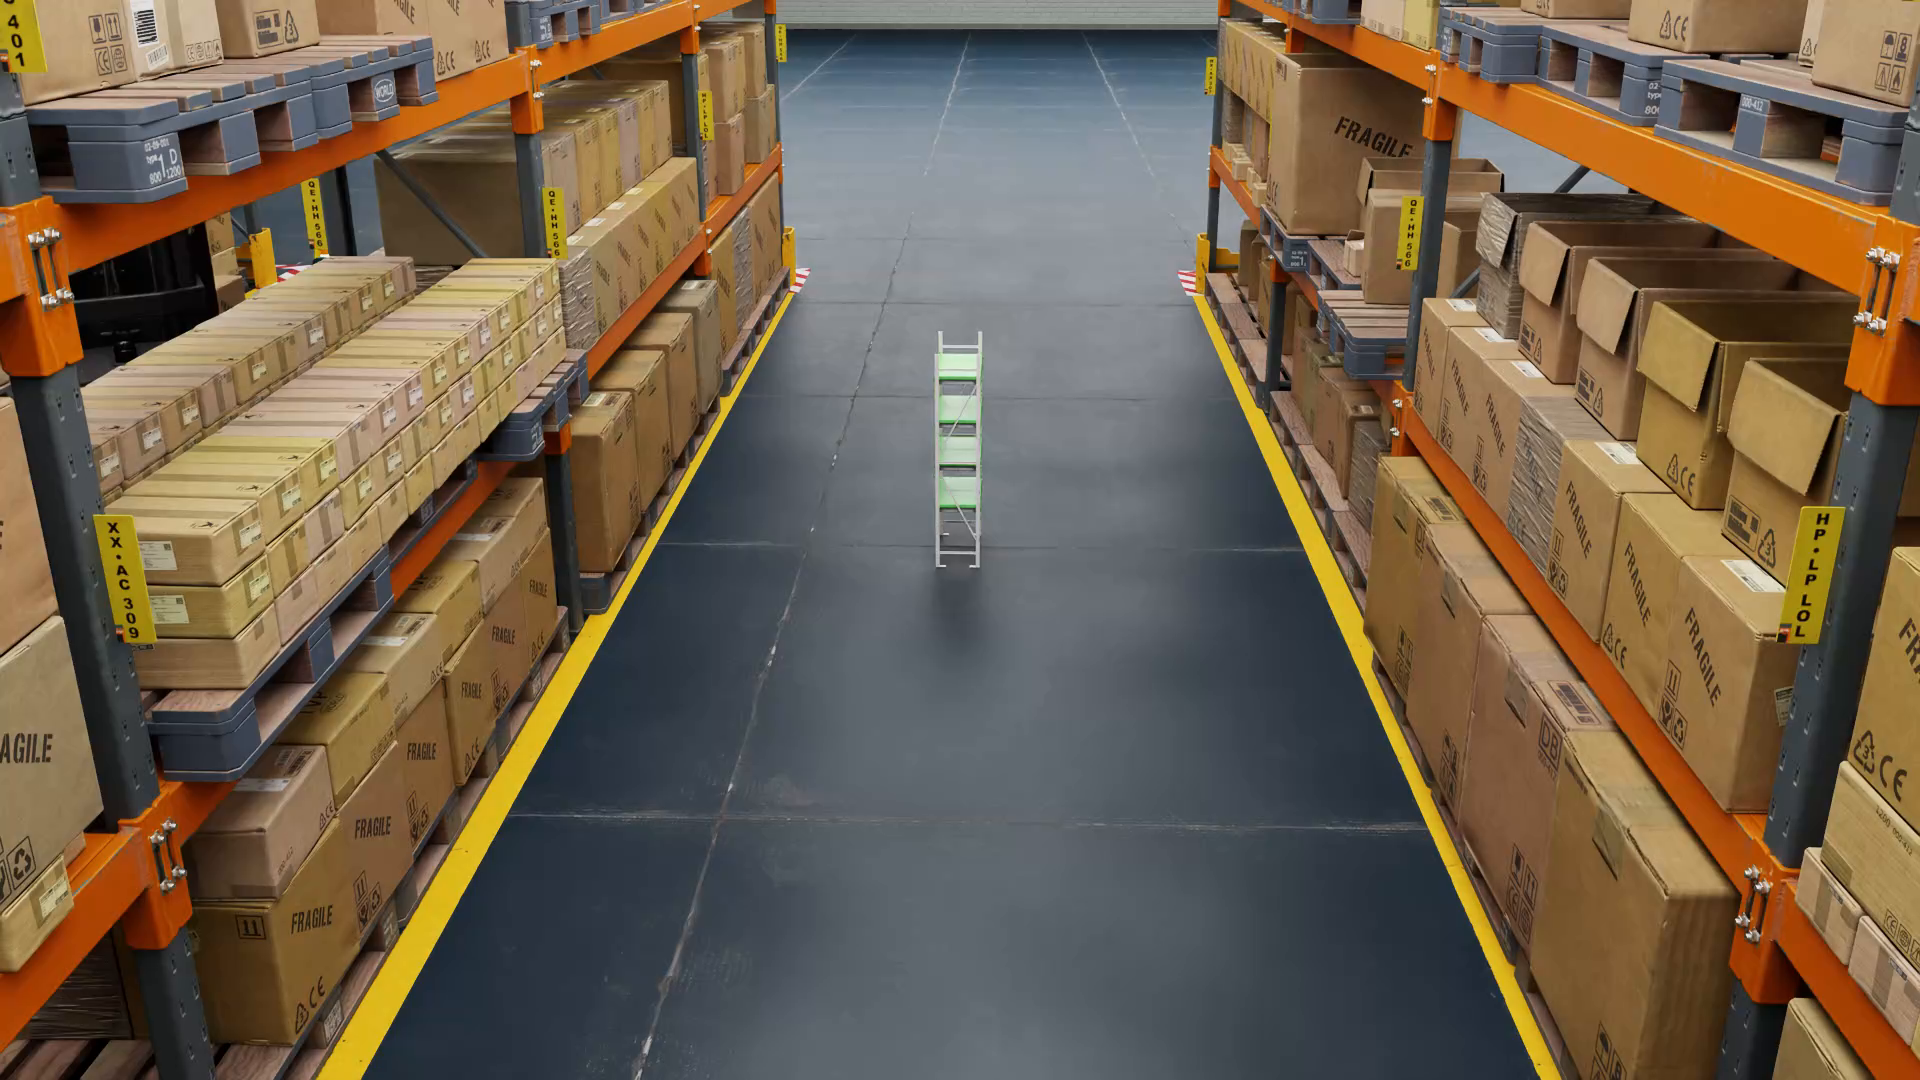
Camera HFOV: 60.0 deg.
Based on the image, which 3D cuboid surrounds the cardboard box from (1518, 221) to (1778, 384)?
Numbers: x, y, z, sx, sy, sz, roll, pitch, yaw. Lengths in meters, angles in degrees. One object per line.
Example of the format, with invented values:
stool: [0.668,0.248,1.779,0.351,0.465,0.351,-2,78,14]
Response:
cardboard box: [2.490,-0.875,6.113,0.797,0.503,0.637,1,21,3]

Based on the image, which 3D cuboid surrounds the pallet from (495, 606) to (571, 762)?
pallet: [-2.428,0.631,7.611,1.003,0.211,1.213,1,21,2]

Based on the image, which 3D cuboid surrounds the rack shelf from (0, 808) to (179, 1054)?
rack shelf: [-2.586,1.553,2.374,1.077,0.370,4.000,1,21,2]

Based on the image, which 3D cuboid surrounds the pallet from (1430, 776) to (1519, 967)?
pallet: [2.412,1.164,6.238,1.003,0.211,1.213,1,21,2]

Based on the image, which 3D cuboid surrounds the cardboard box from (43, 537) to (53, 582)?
cardboard box: [-2.703,0.036,4.645,0.380,0.149,0.250,1,21,2]

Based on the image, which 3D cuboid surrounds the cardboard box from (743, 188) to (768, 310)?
cardboard box: [-2.139,-2.485,14.145,0.875,0.875,0.875,0,21,1]

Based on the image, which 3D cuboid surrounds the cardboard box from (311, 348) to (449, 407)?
cardboard box: [-2.010,-0.564,5.780,0.380,0.149,0.250,1,21,3]

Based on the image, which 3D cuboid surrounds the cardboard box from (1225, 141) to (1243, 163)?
cardboard box: [2.498,-3.355,14.377,0.380,0.149,0.250,1,21,2]

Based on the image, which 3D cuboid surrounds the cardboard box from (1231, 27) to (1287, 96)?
cardboard box: [2.470,-3.847,13.366,0.500,0.500,0.500,1,21,2]

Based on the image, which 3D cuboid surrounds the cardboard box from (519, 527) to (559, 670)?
cardboard box: [-2.162,0.259,7.591,0.500,0.500,0.500,1,21,1]

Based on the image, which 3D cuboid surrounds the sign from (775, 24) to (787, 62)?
sign: [-1.618,-4.484,15.009,0.100,0.325,0.005,1,21,2]

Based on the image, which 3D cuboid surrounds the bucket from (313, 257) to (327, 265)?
bucket: [-4.582,-1.655,12.072,0.726,0.611,0.620,8,33,20]

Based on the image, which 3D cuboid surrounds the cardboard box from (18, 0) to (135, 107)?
cardboard box: [-2.403,-1.282,3.821,0.700,0.500,0.500,1,21,2]

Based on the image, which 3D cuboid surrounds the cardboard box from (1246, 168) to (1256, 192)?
cardboard box: [2.446,-2.813,12.979,0.380,0.149,0.250,1,21,2]

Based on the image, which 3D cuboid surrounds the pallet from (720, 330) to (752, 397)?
pallet: [-2.180,-1.372,12.773,1.003,0.211,1.213,1,21,2]

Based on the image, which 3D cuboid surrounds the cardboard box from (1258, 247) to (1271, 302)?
cardboard box: [2.737,-2.115,13.709,0.500,0.500,0.500,3,21,7]

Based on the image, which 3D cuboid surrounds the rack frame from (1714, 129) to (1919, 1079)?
rack frame: [2.430,0.586,3.873,1.000,3.000,0.127,1,21,2]

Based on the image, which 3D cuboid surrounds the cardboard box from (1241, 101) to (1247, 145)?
cardboard box: [2.855,-3.558,14.002,0.875,0.500,0.500,1,21,2]

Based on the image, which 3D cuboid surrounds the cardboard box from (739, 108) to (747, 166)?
cardboard box: [-2.263,-3.379,13.884,0.875,0.550,0.550,1,21,2]

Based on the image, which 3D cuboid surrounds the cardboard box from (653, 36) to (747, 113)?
cardboard box: [-2.173,-3.690,13.192,0.875,0.550,0.500,1,21,2]

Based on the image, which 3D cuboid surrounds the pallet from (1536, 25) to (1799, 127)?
pallet: [2.554,-1.533,5.448,1.003,0.211,1.213,2,21,4]

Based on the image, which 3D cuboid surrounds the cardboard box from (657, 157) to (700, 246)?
cardboard box: [-2.030,-2.253,11.051,0.500,0.500,0.500,1,21,1]

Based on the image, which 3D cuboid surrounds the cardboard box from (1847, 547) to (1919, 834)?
cardboard box: [2.160,0.338,3.272,0.500,0.500,0.500,1,21,2]

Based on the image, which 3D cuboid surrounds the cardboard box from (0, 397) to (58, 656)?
cardboard box: [-2.269,0.016,3.409,0.500,0.500,0.500,0,21,0]

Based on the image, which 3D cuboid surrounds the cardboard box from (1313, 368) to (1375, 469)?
cardboard box: [2.583,-0.750,10.163,0.700,0.500,0.500,-1,21,-3]

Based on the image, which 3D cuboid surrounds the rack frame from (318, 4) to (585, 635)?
rack frame: [-2.403,-0.952,7.835,1.000,3.000,0.127,1,21,2]

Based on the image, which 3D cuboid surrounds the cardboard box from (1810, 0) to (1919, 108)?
cardboard box: [2.437,-1.265,3.777,0.700,0.500,0.500,1,21,3]

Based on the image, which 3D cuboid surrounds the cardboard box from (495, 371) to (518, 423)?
cardboard box: [-1.987,-0.574,6.629,0.380,0.149,0.250,0,21,1]

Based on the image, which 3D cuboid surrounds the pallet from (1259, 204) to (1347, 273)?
pallet: [2.504,-1.943,10.654,1.003,0.211,1.213,1,21,2]

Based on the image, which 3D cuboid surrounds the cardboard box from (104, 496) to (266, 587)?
cardboard box: [-2.053,0.001,4.324,0.380,0.149,0.250,2,21,4]

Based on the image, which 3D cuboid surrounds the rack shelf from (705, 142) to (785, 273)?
rack shelf: [-2.221,-2.786,13.556,1.077,0.370,4.000,1,21,2]

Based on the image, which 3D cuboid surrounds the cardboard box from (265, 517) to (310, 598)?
cardboard box: [-2.047,0.046,4.619,0.380,0.149,0.250,0,21,1]

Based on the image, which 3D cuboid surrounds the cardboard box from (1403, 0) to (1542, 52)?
cardboard box: [2.321,-2.364,7.535,0.500,0.250,0.500,1,21,2]

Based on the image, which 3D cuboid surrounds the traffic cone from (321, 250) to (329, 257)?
traffic cone: [-5.834,-2.510,15.358,0.336,0.463,0.334,1,21,2]

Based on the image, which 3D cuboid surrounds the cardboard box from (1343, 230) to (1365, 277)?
cardboard box: [2.332,-1.600,9.110,0.396,0.266,0.258,0,21,0]

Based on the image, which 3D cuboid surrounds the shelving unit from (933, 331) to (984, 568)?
shelving unit: [-0.005,-0.500,9.158,0.258,1.200,0.503,1,21,2]

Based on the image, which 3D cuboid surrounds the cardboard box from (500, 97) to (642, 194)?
cardboard box: [-2.320,-2.362,9.950,0.700,0.500,0.500,1,21,2]

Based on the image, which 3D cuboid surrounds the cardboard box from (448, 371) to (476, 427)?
cardboard box: [-2.000,-0.519,6.075,0.380,0.149,0.250,1,21,3]

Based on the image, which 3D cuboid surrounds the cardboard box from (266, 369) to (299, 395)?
cardboard box: [-2.656,-0.531,6.106,0.380,0.149,0.250,0,21,1]

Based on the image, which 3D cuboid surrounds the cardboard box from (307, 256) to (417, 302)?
cardboard box: [-2.611,-1.141,7.268,0.380,0.149,0.250,1,21,2]

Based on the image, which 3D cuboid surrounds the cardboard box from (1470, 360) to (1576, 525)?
cardboard box: [2.239,-0.363,6.179,0.500,0.500,0.500,0,21,1]

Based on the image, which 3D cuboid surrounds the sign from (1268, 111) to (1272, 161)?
sign: [2.130,-2.714,11.179,0.100,0.325,0.005,1,21,2]

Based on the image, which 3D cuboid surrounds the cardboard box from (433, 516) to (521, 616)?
cardboard box: [-2.166,0.101,6.960,0.500,0.250,0.500,1,21,2]

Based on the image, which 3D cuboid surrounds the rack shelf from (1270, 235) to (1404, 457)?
rack shelf: [2.612,-1.248,9.594,1.077,0.370,4.000,1,21,2]

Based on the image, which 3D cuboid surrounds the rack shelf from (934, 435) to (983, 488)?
rack shelf: [-0.005,-0.440,9.181,0.258,0.148,0.480,1,21,2]

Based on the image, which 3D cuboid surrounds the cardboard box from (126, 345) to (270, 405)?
cardboard box: [-2.661,-0.577,5.815,0.380,0.149,0.250,0,21,1]

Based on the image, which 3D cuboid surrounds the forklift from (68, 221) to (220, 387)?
forklift: [-4.987,-1.640,9.705,1.130,2.935,3.031,-11,24,-26]

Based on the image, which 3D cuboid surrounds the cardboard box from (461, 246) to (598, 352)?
cardboard box: [-2.120,-1.158,8.228,0.500,0.500,0.500,1,21,2]

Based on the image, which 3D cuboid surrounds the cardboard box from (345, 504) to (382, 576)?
cardboard box: [-2.030,-0.003,5.157,0.380,0.149,0.250,1,21,2]

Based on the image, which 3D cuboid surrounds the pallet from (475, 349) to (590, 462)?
pallet: [-2.318,-0.603,7.203,1.213,0.211,1.003,1,21,2]

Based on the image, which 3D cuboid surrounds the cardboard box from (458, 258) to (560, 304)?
cardboard box: [-1.960,-1.126,7.227,0.380,0.149,0.250,0,21,0]
